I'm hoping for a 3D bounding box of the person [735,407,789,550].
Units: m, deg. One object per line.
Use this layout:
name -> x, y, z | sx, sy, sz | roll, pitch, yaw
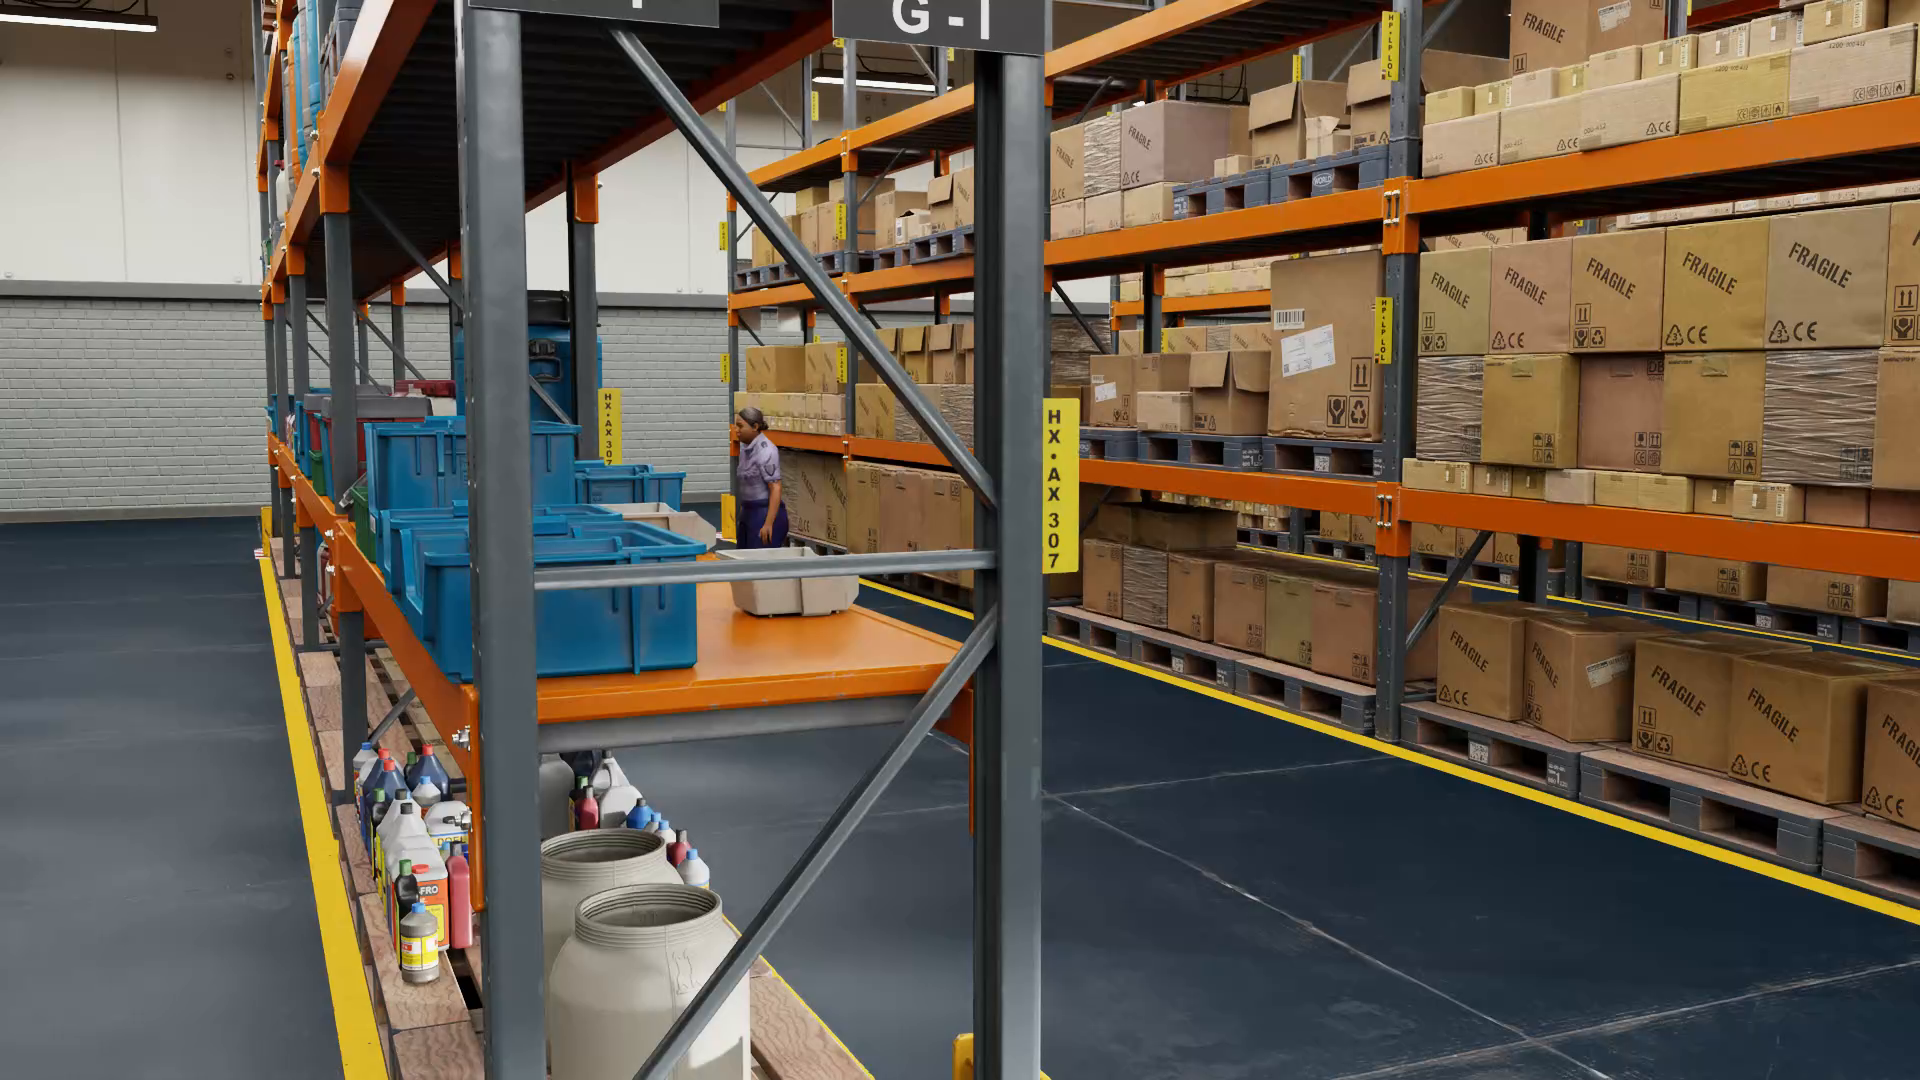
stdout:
person -> -1.427, -0.114, 11.739 | 0.377, 1.651, 0.561 | -3, 6, -27
